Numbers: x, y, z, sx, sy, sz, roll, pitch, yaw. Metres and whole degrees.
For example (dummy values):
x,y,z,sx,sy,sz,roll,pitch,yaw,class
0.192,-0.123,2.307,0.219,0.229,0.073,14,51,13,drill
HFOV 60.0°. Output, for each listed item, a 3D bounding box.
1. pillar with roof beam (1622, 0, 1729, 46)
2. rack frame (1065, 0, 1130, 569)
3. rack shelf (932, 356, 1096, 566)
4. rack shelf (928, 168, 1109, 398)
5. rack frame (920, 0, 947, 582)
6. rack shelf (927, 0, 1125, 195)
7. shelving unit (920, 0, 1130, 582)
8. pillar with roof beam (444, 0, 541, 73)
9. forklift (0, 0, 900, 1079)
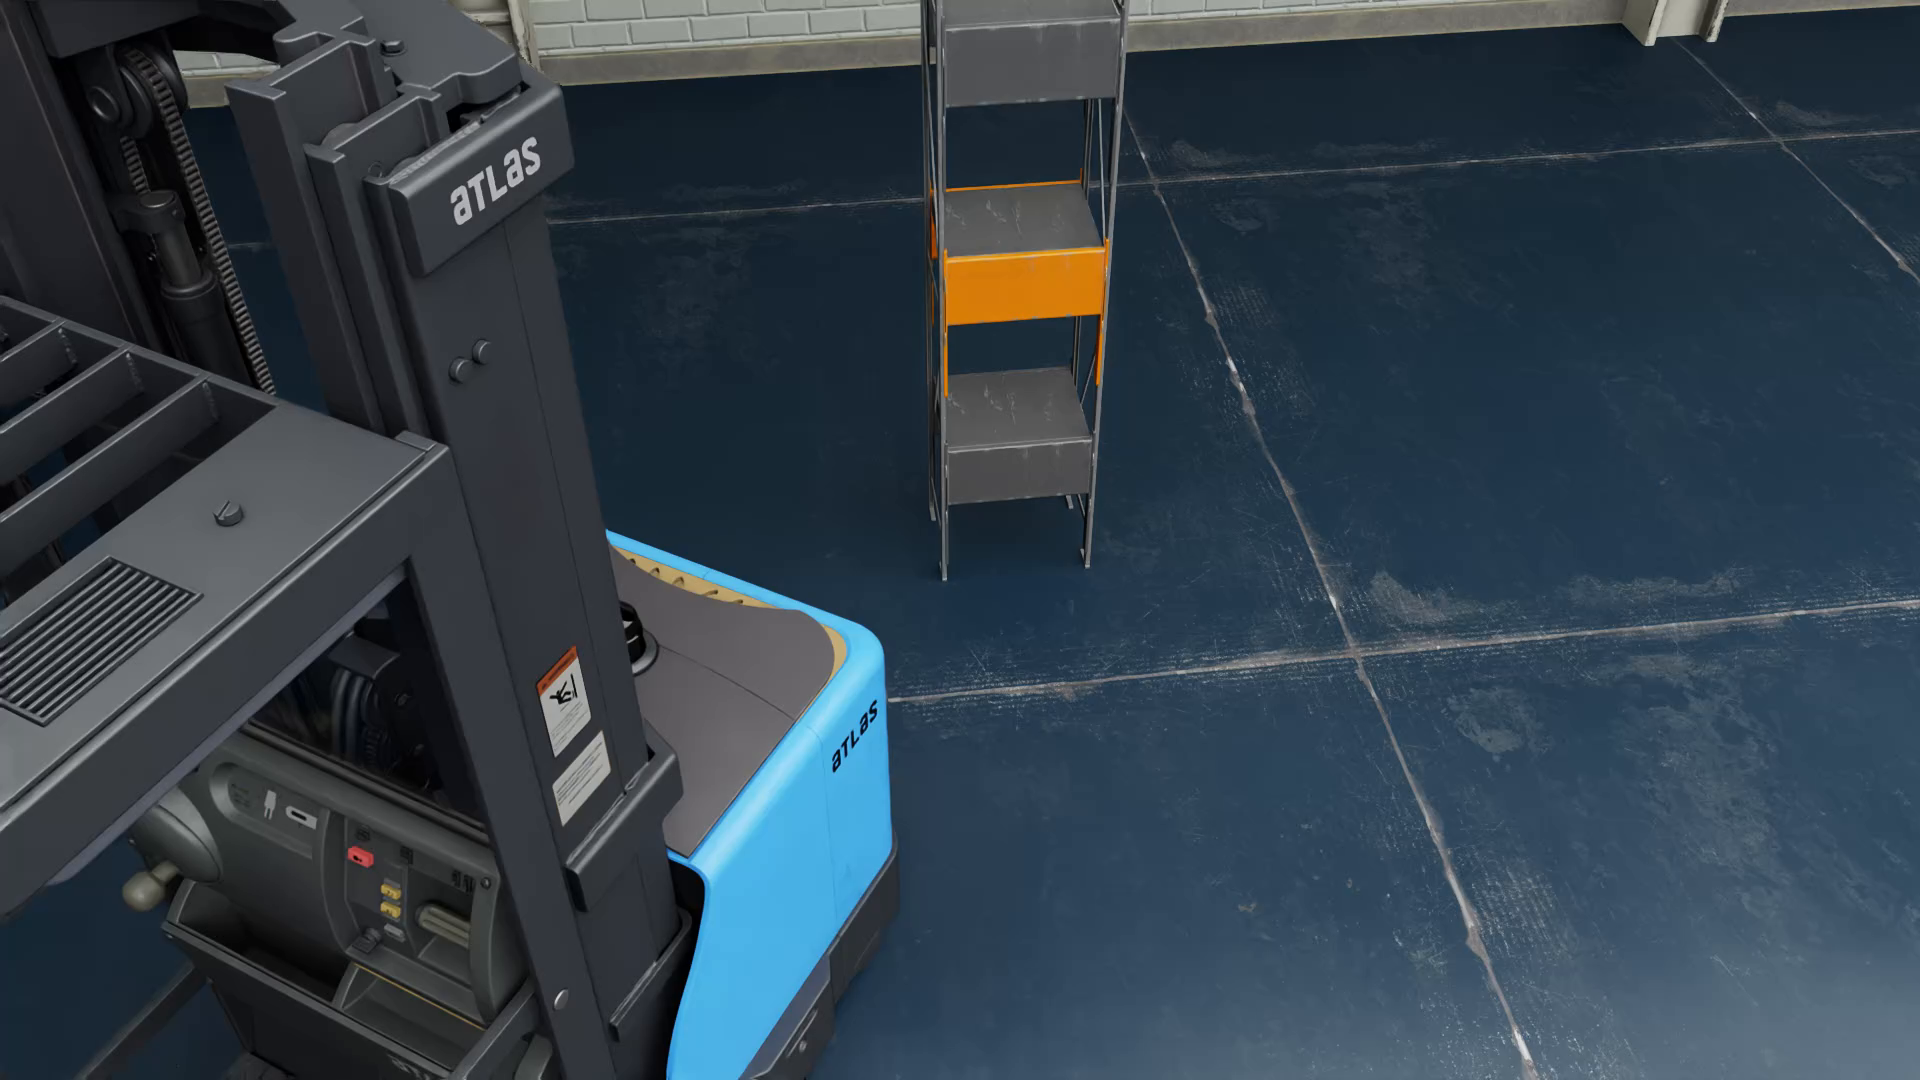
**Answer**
x,y,z,sx,sy,sz,roll,pitch,yaw,class
4.263,-3.151,2.525,0.400,9.000,9.100,-5,42,-6,pillar with roof beam
0.406,-0.815,5.086,0.015,2.100,0.400,-5,42,-6,rack frame
0.164,-0.264,5.541,0.480,0.518,0.431,-5,42,-6,rack shelf
0.164,-0.784,5.072,0.480,0.518,0.431,-5,42,-6,rack shelf
-0.078,-0.773,5.039,0.015,2.100,0.400,-5,42,-6,rack frame
0.164,-1.304,4.603,0.480,0.518,0.431,-5,42,-6,rack shelf
0.164,-0.794,5.063,0.503,2.100,0.431,-5,42,-6,shelving unit
-1.686,-2.630,1.947,0.400,9.000,9.100,-5,42,-6,pillar with roof beam
-1.287,0.656,2.834,1.130,2.935,3.031,19,45,20,forklift
